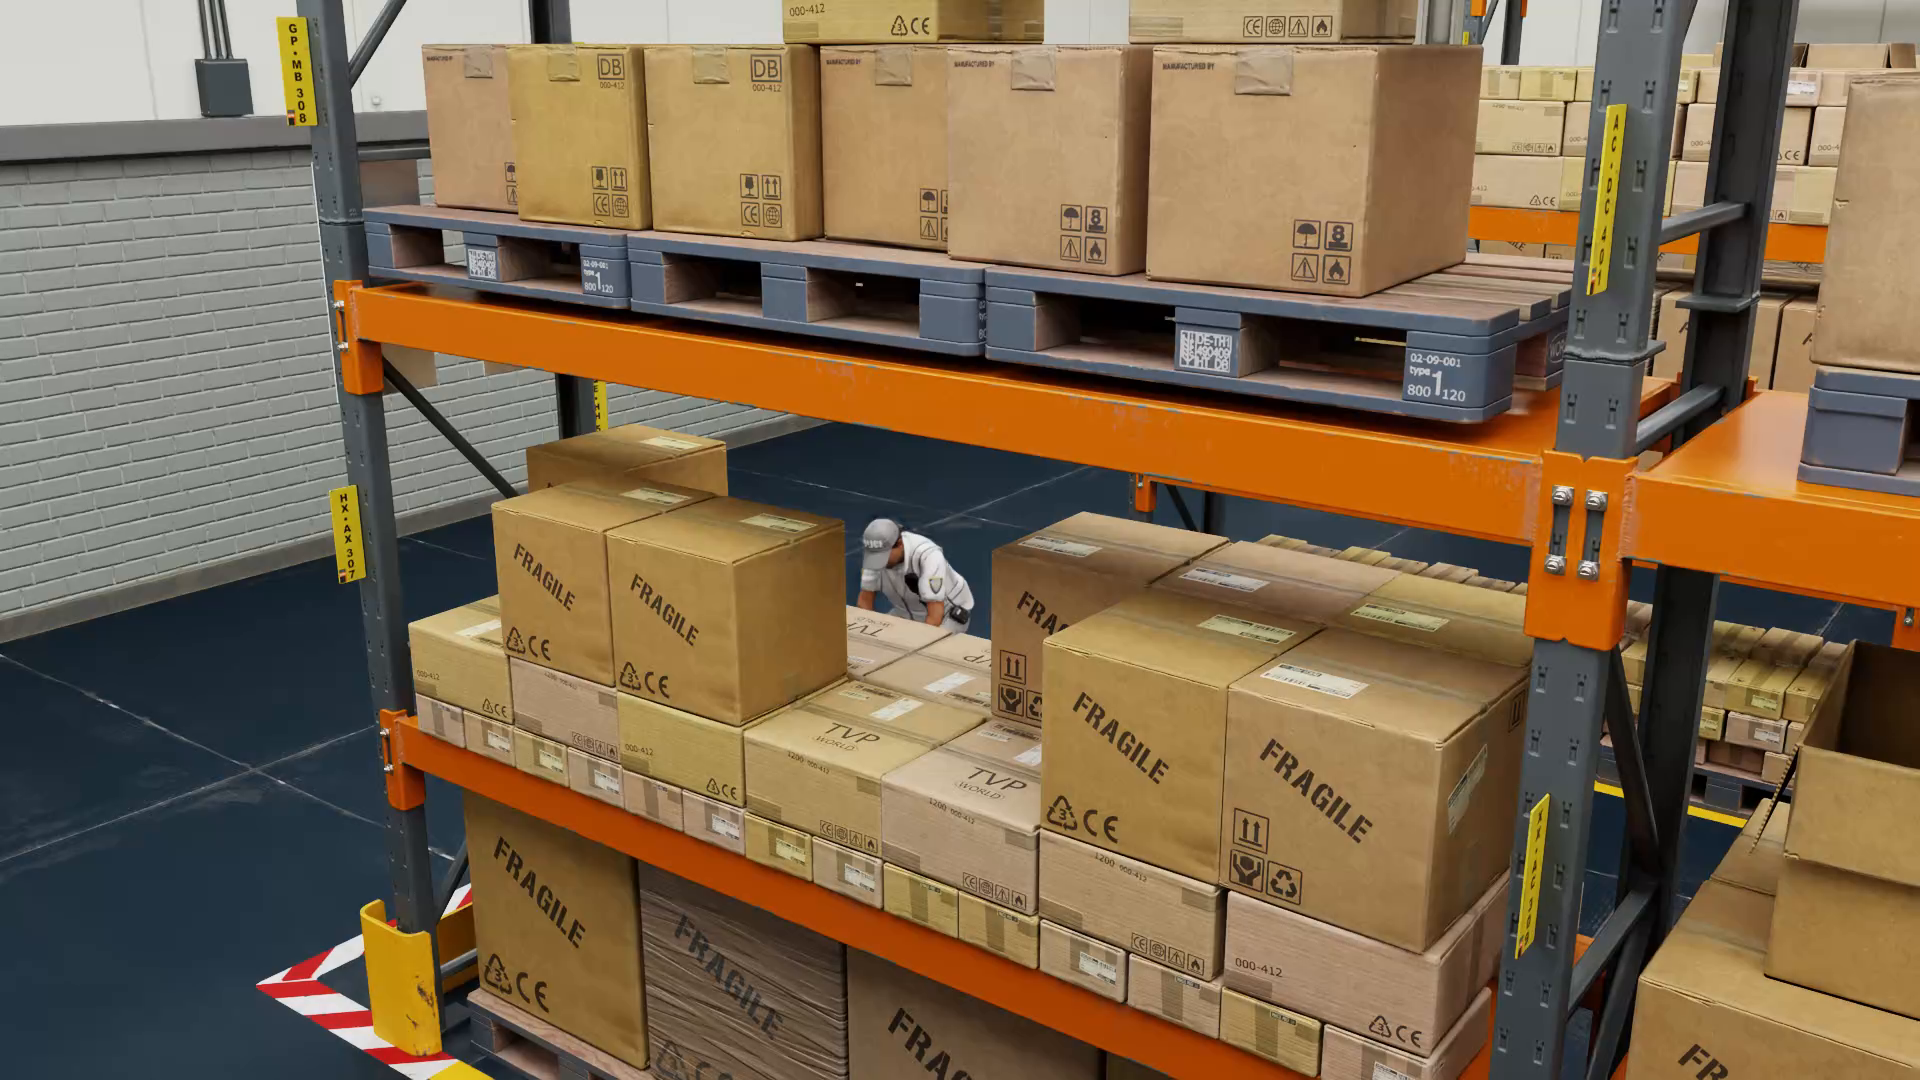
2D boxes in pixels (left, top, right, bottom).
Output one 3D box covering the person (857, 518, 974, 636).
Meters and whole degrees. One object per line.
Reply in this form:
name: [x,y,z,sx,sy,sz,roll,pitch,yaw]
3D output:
person: [-0.242,0.456,8.674,0.537,1.294,0.774,12,20,35]
